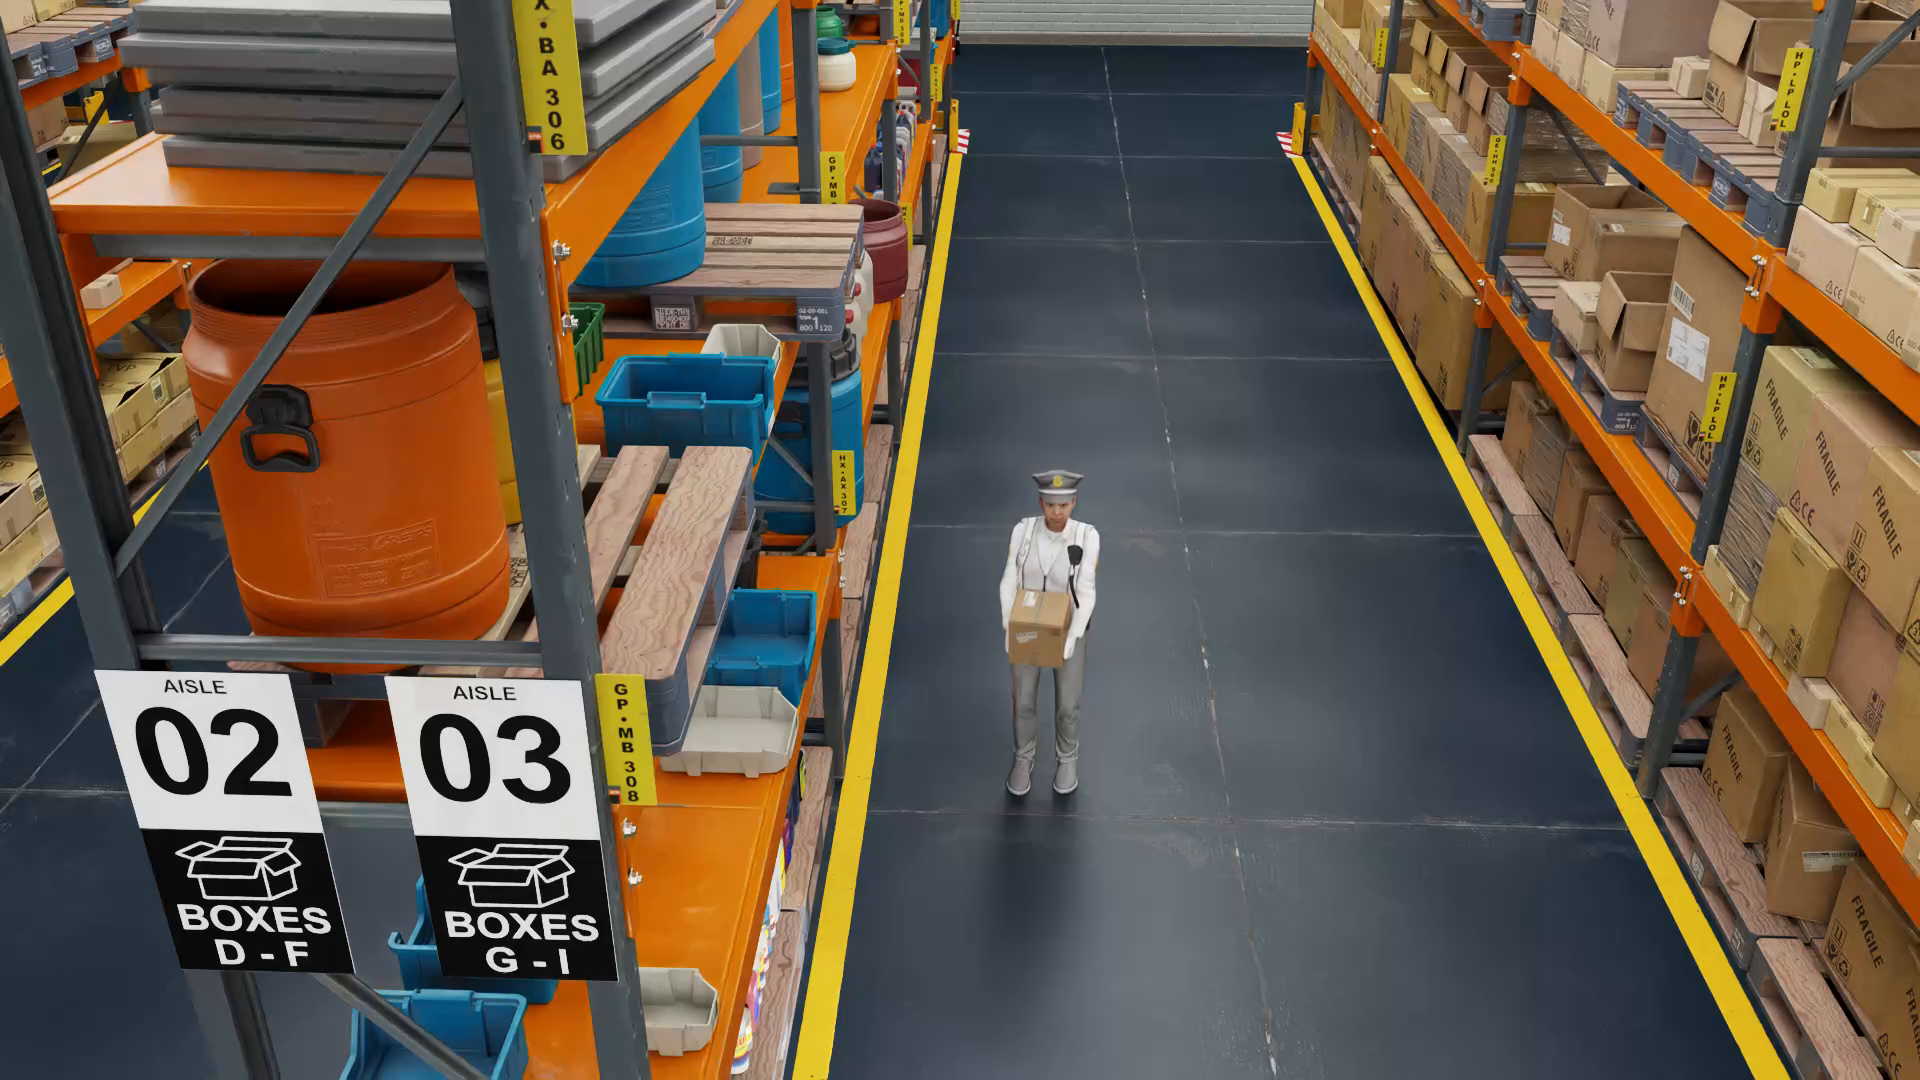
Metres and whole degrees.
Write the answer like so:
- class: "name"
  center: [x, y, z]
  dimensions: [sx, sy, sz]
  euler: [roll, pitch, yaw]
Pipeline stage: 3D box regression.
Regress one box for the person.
- class: "person"
  center: [0.409, 0.465, 7.952]
  dimensions: [0.459, 1.687, 0.554]
  euler: [6, 29, 11]
